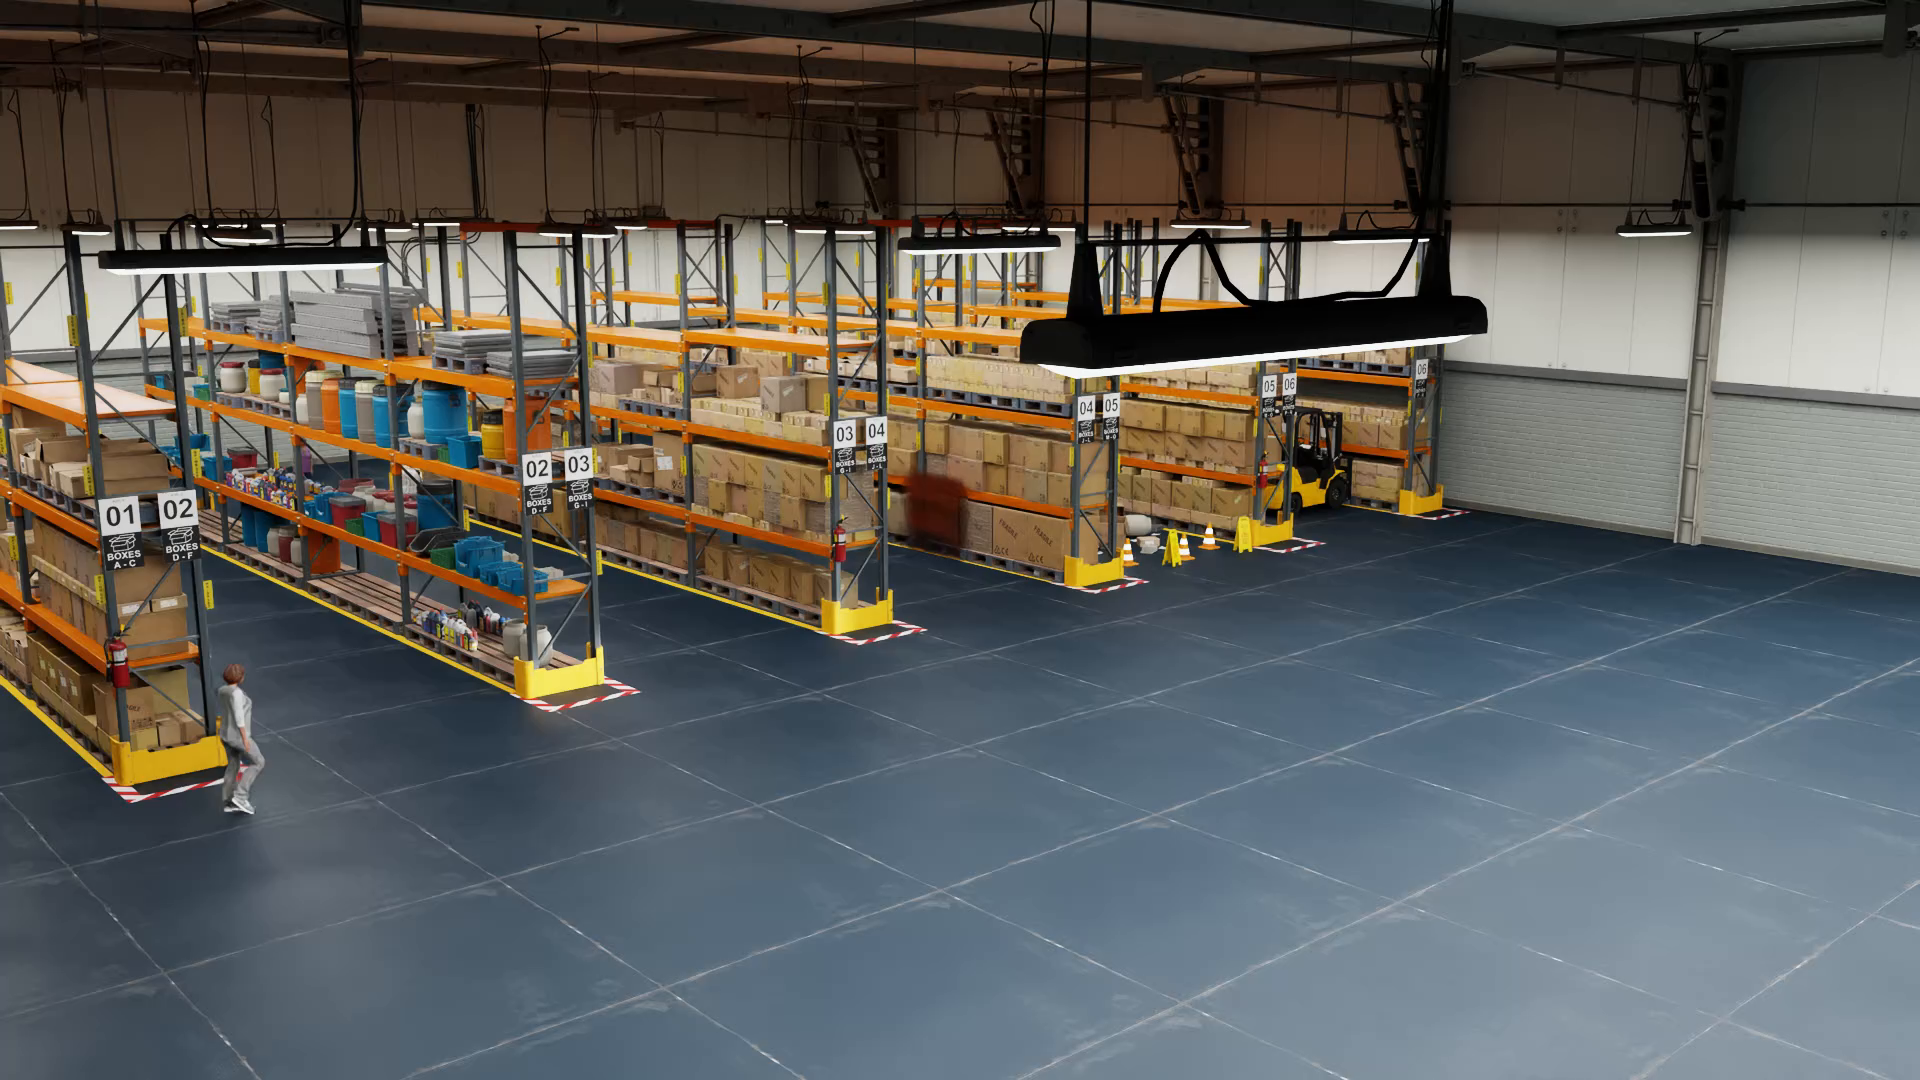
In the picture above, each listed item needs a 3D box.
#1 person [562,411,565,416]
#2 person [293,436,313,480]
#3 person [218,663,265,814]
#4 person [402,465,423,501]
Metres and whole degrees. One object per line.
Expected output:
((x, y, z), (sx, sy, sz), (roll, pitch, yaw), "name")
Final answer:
((-9.132, -2.240, 38.748), (0.521, 1.611, 1.023), (-10, 15, -39), "person")
((-13.890, -1.467, 35.117), (0.423, 1.559, 0.768), (-11, 16, -42), "person")
((-7.596, 2.083, 17.477), (0.452, 1.605, 0.417), (10, 15, 41), "person")
((-10.582, -0.896, 32.136), (1.060, 1.606, 0.519), (9, 14, 37), "person")
